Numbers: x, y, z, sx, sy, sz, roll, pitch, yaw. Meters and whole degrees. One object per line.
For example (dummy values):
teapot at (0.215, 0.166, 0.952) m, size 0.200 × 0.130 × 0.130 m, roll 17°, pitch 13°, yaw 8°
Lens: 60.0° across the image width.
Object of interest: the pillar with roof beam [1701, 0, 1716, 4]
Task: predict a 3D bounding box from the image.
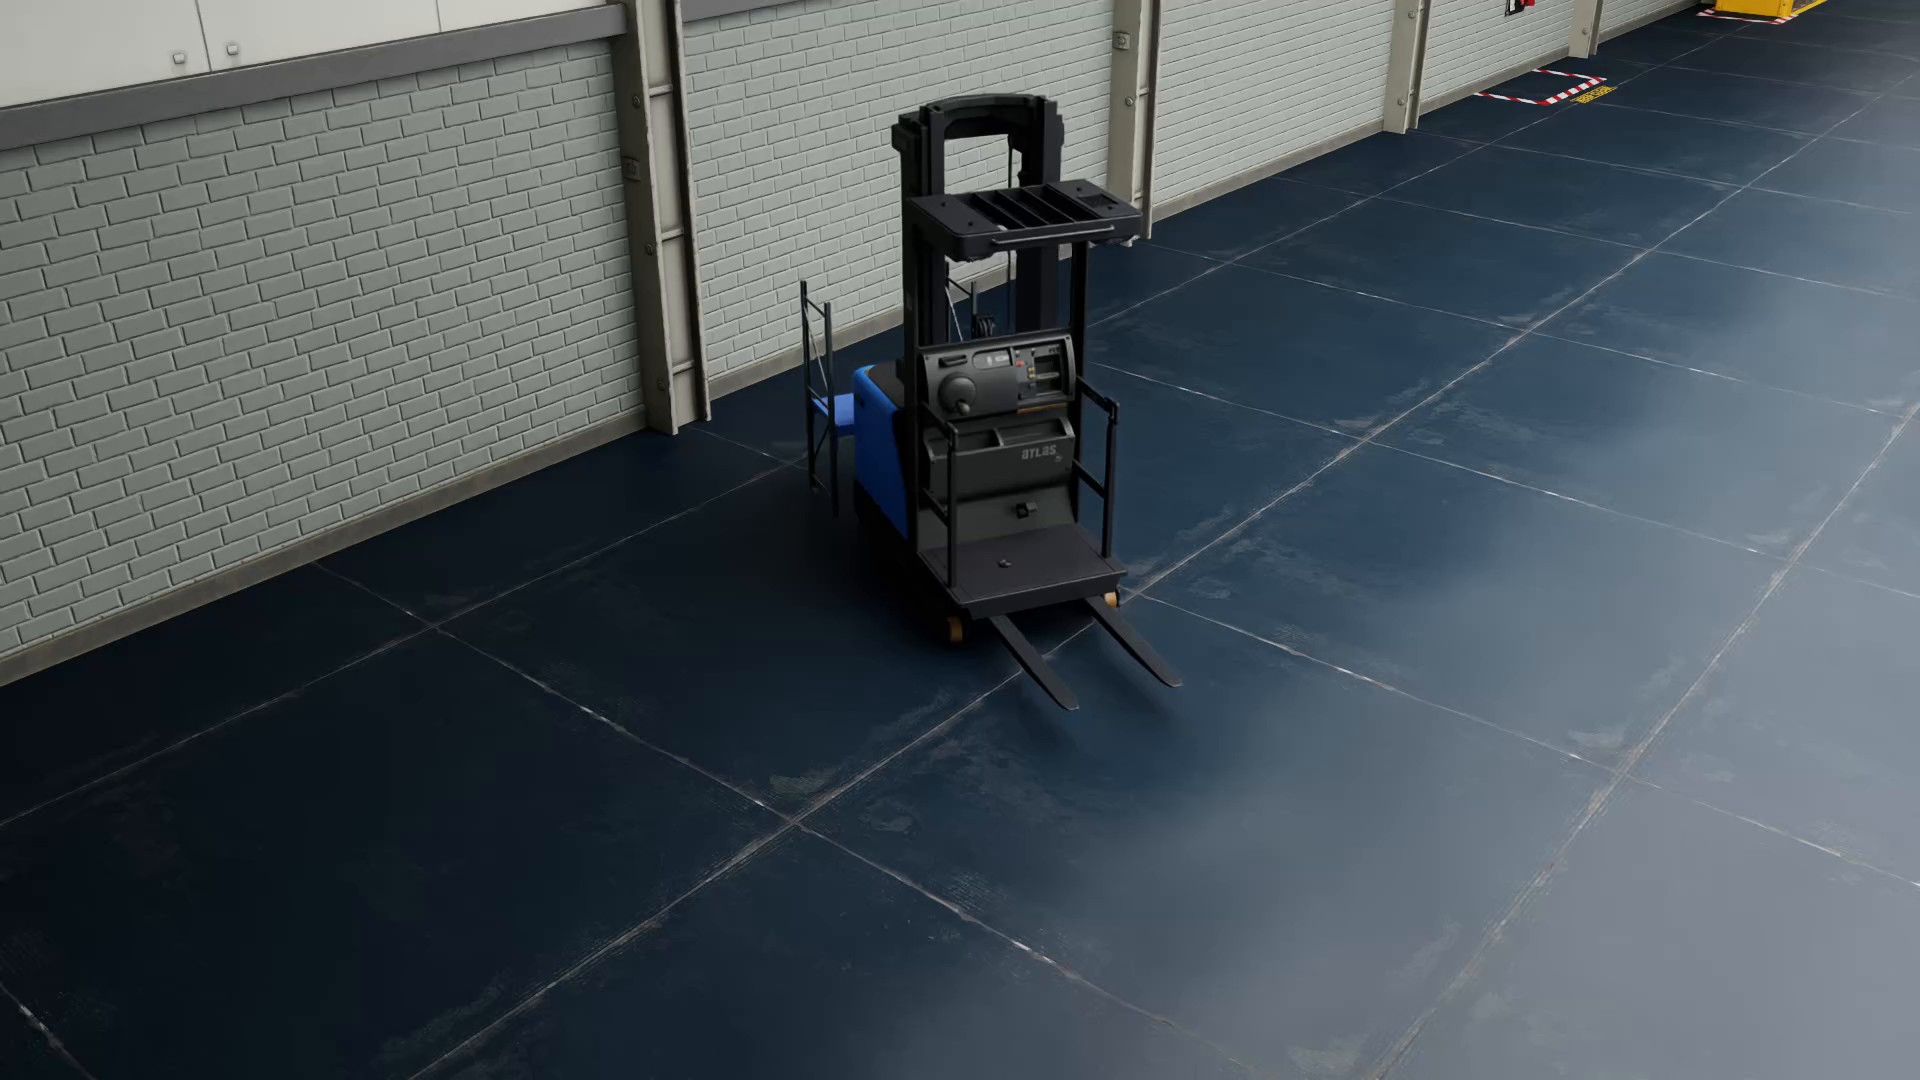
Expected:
pillar with roof beam at (16.455, -12.143, 24.561) m, size 9.100 × 9.000 × 0.400 m, roll 21°, pitch 34°, yaw 34°

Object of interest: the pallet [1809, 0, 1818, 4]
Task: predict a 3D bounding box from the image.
pallet at (14.724, -9.733, 29.465) m, size 1.003 × 0.211 × 1.213 m, roll 21°, pitch 34°, yaw 34°

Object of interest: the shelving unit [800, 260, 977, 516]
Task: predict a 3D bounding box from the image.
shelving unit at (-0.469, -1.029, 11.238) m, size 1.048 × 1.500 × 0.538 m, roll -12°, pitch 30°, yaw -21°

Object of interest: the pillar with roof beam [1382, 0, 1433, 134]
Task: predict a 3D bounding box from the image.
pillar with roof beam at (8.822, -7.889, 16.337) m, size 9.100 × 9.000 × 0.400 m, roll 21°, pitch 34°, yaw 34°

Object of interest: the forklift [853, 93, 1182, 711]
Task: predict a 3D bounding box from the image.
forklift at (0.314, -0.916, 9.462) m, size 1.130 × 2.935 × 3.031 m, roll -10°, pitch 29°, yaw -19°

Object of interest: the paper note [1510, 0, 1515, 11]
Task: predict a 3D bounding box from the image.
paper note at (7.549, -7.311, 22.708) m, size 0.016 × 0.148 × 0.142 m, roll 21°, pitch 34°, yaw 34°

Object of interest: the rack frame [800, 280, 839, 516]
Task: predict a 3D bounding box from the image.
rack frame at (-0.933, -0.933, 11.054) m, size 0.032 × 1.500 × 0.500 m, roll -12°, pitch 30°, yaw -21°

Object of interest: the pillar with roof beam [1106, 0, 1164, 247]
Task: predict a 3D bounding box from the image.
pillar with roof beam at (5.005, -5.761, 12.225) m, size 9.100 × 9.000 × 0.400 m, roll 21°, pitch 34°, yaw 34°

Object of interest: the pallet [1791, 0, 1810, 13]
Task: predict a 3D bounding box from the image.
pallet at (13.947, -9.302, 28.633) m, size 1.003 × 0.211 × 1.213 m, roll 21°, pitch 34°, yaw 34°

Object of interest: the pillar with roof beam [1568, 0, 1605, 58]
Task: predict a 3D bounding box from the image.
pillar with roof beam at (12.638, -10.016, 20.449) m, size 9.100 × 9.000 × 0.400 m, roll 21°, pitch 34°, yaw 34°

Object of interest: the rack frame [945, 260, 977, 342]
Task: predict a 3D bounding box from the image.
rack frame at (-0.005, -1.124, 11.422) m, size 0.032 × 1.500 × 0.500 m, roll -12°, pitch 30°, yaw -21°

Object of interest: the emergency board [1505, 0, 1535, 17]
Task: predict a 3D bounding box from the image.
emergency board at (7.715, -7.744, 22.588) m, size 0.194 × 1.169 × 0.643 m, roll 21°, pitch 34°, yaw 34°

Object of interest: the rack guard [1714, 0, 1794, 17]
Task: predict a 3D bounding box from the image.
rack guard at (13.403, -9.152, 28.030) m, size 1.175 × 0.500 × 0.348 m, roll 21°, pitch 34°, yaw 34°

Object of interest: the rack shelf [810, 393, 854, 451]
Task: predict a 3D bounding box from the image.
rack shelf at (-0.469, -0.869, 11.320) m, size 1.000 × 0.185 × 0.538 m, roll -12°, pitch 30°, yaw -21°

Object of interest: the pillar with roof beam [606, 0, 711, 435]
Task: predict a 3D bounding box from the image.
pillar with roof beam at (1.189, -3.634, 8.113) m, size 9.100 × 9.000 × 0.400 m, roll 21°, pitch 34°, yaw 34°
